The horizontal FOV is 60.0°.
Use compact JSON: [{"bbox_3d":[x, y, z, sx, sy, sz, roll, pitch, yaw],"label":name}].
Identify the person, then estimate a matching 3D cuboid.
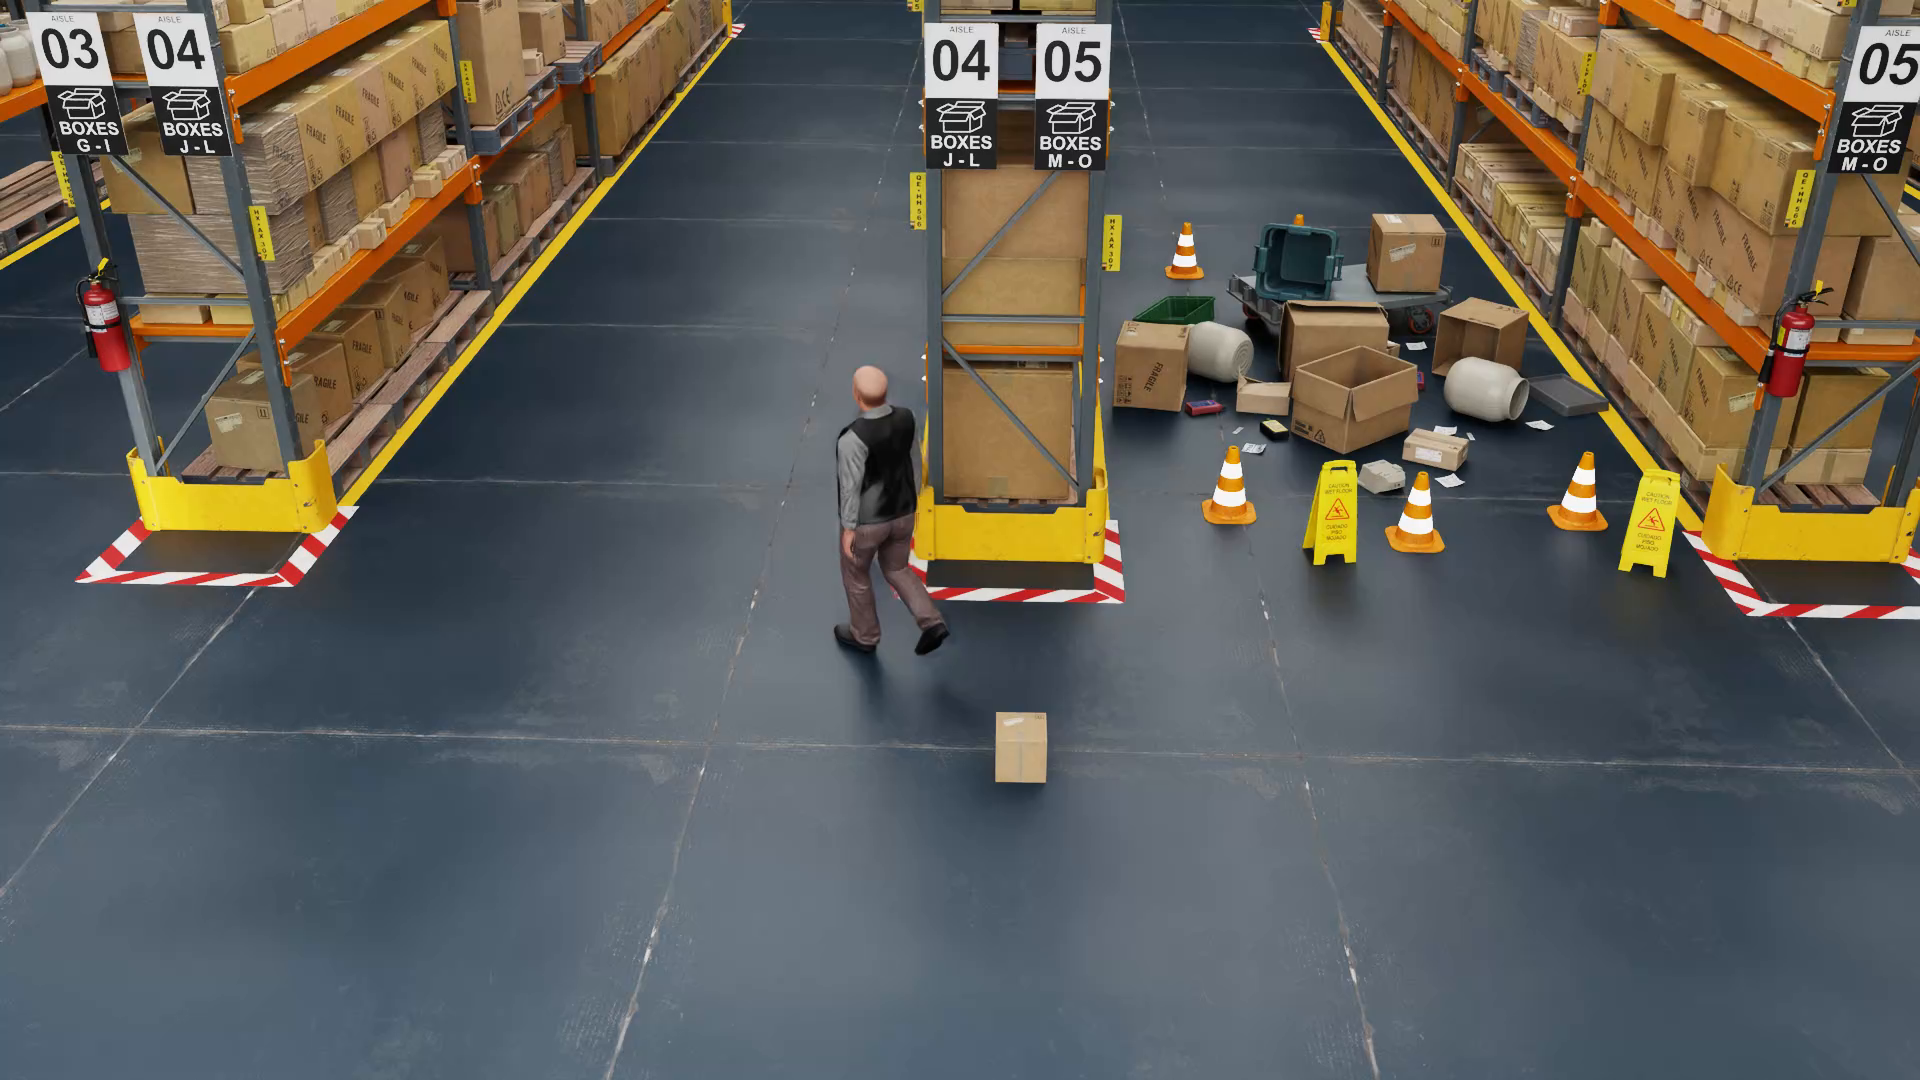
[{"bbox_3d":[-0.398,-0.119,8.848,0.549,1.702,0.729,-23,35,-36],"label":"person"}]
